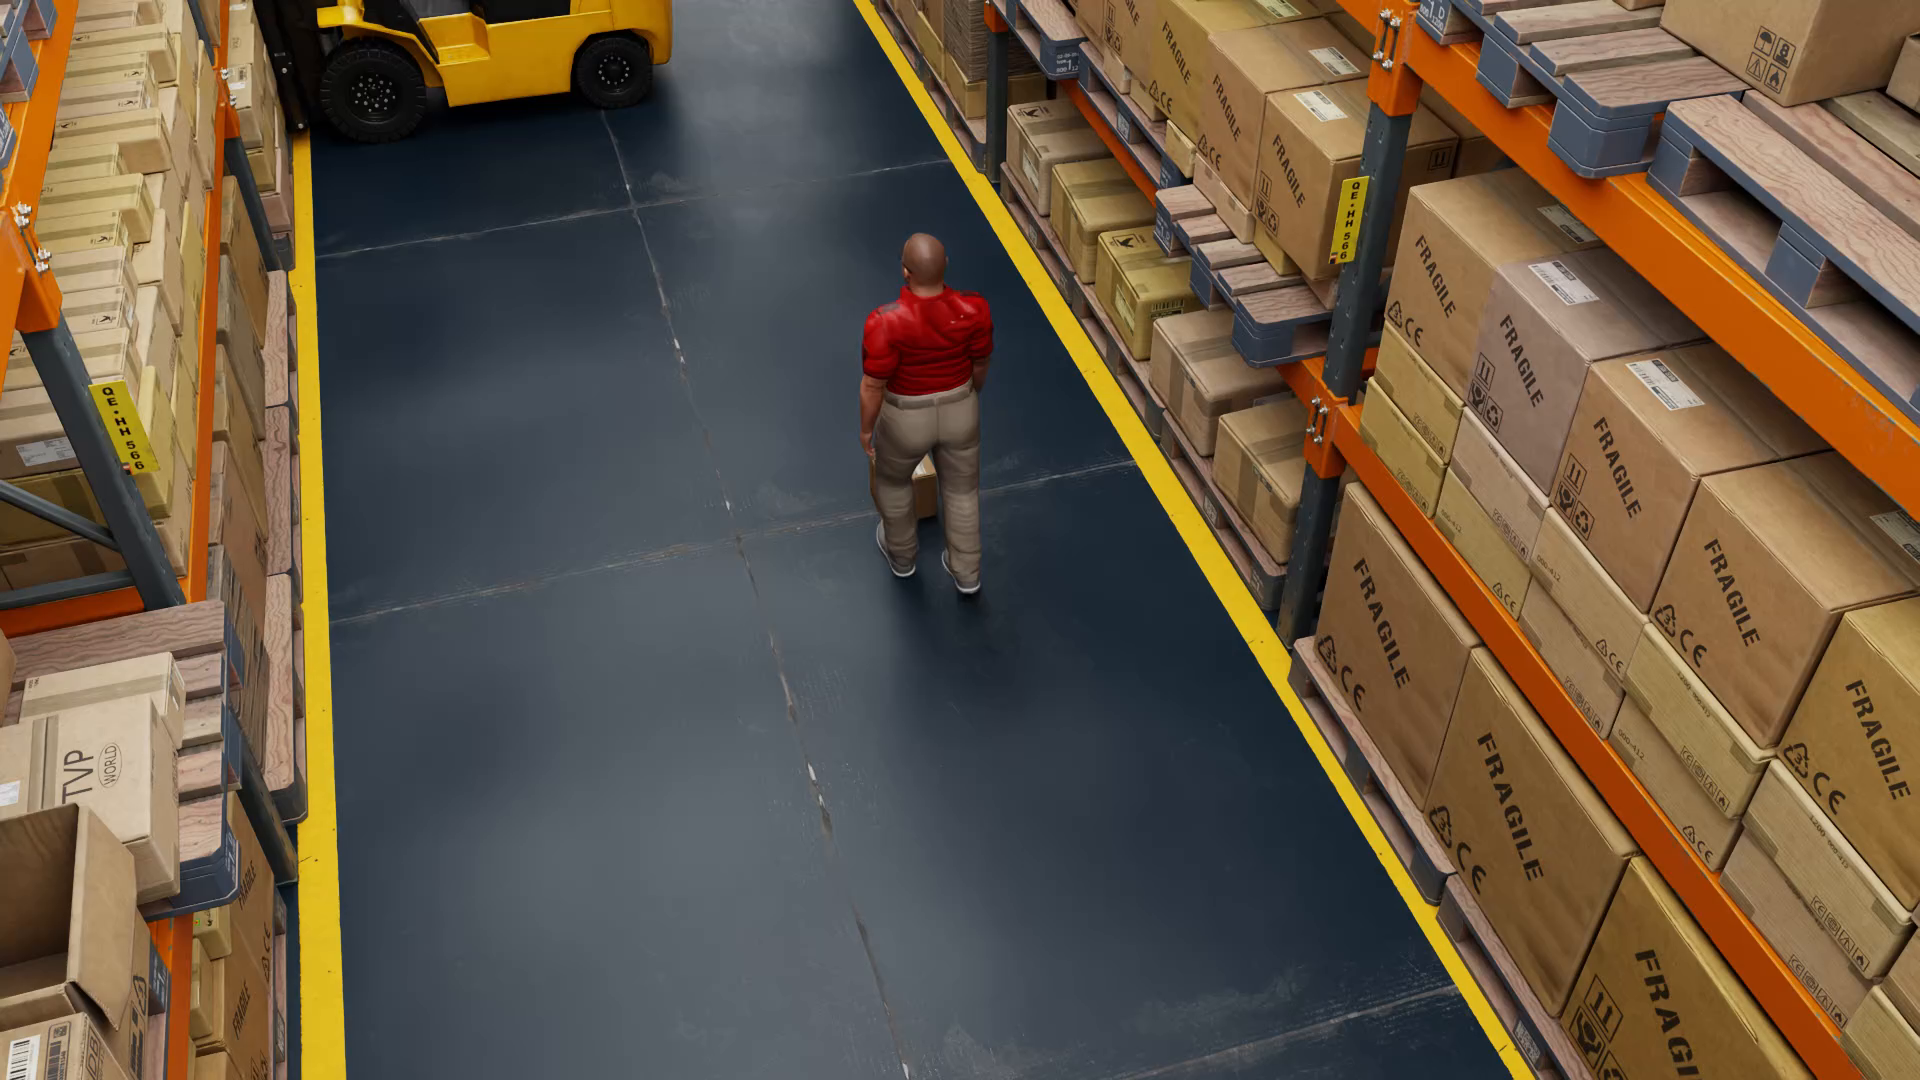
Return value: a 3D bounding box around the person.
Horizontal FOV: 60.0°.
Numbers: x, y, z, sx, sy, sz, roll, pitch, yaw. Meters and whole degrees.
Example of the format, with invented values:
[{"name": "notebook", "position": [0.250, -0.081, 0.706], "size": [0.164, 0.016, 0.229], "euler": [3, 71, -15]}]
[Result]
[{"name": "person", "position": [-0.157, -0.524, 6.770], "size": [0.548, 1.729, 0.519], "euler": [-11, 43, -12]}]
